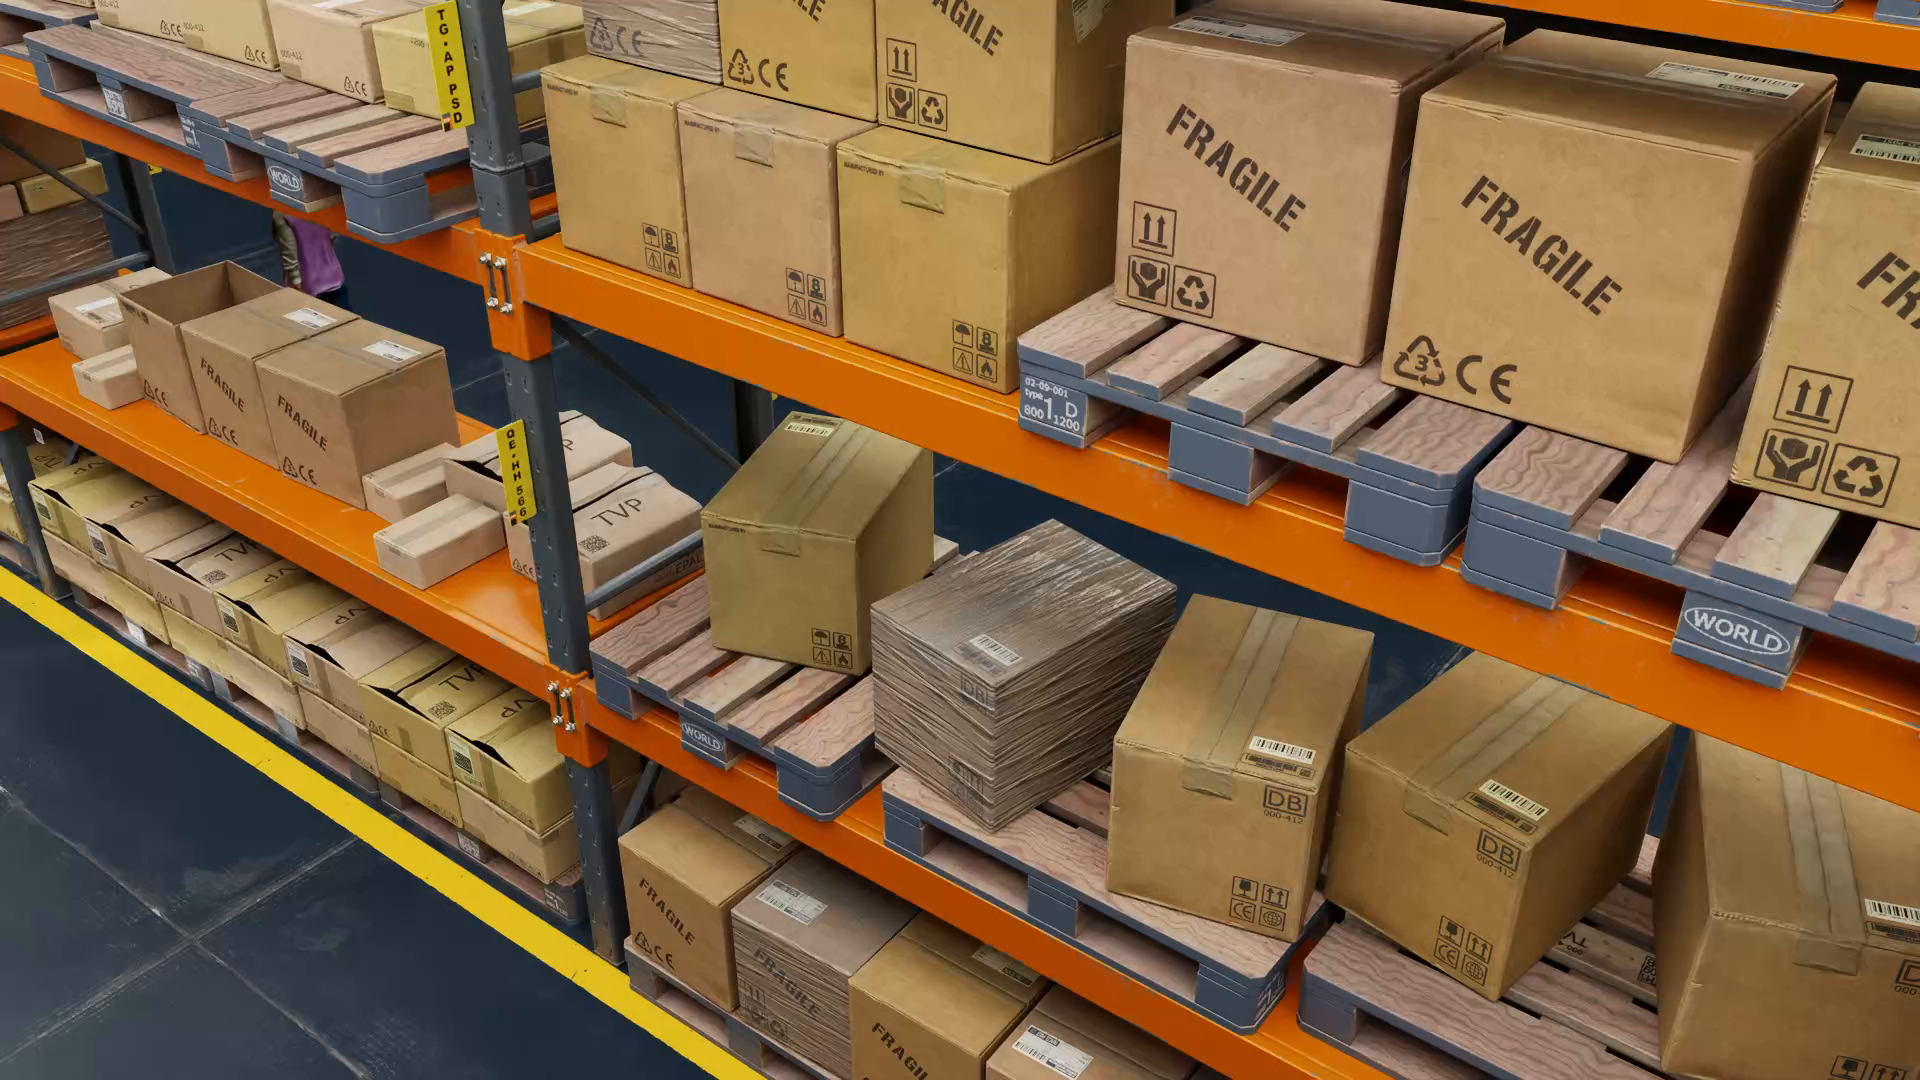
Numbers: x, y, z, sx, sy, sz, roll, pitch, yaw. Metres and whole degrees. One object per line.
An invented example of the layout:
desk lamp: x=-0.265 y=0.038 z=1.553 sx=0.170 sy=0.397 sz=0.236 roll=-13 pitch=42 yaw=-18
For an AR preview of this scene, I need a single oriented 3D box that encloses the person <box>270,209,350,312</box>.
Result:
person: x=-3.763 y=-1.496 z=9.578 sx=0.908 sy=1.547 sz=0.428 roll=22 pitch=38 yaw=32
